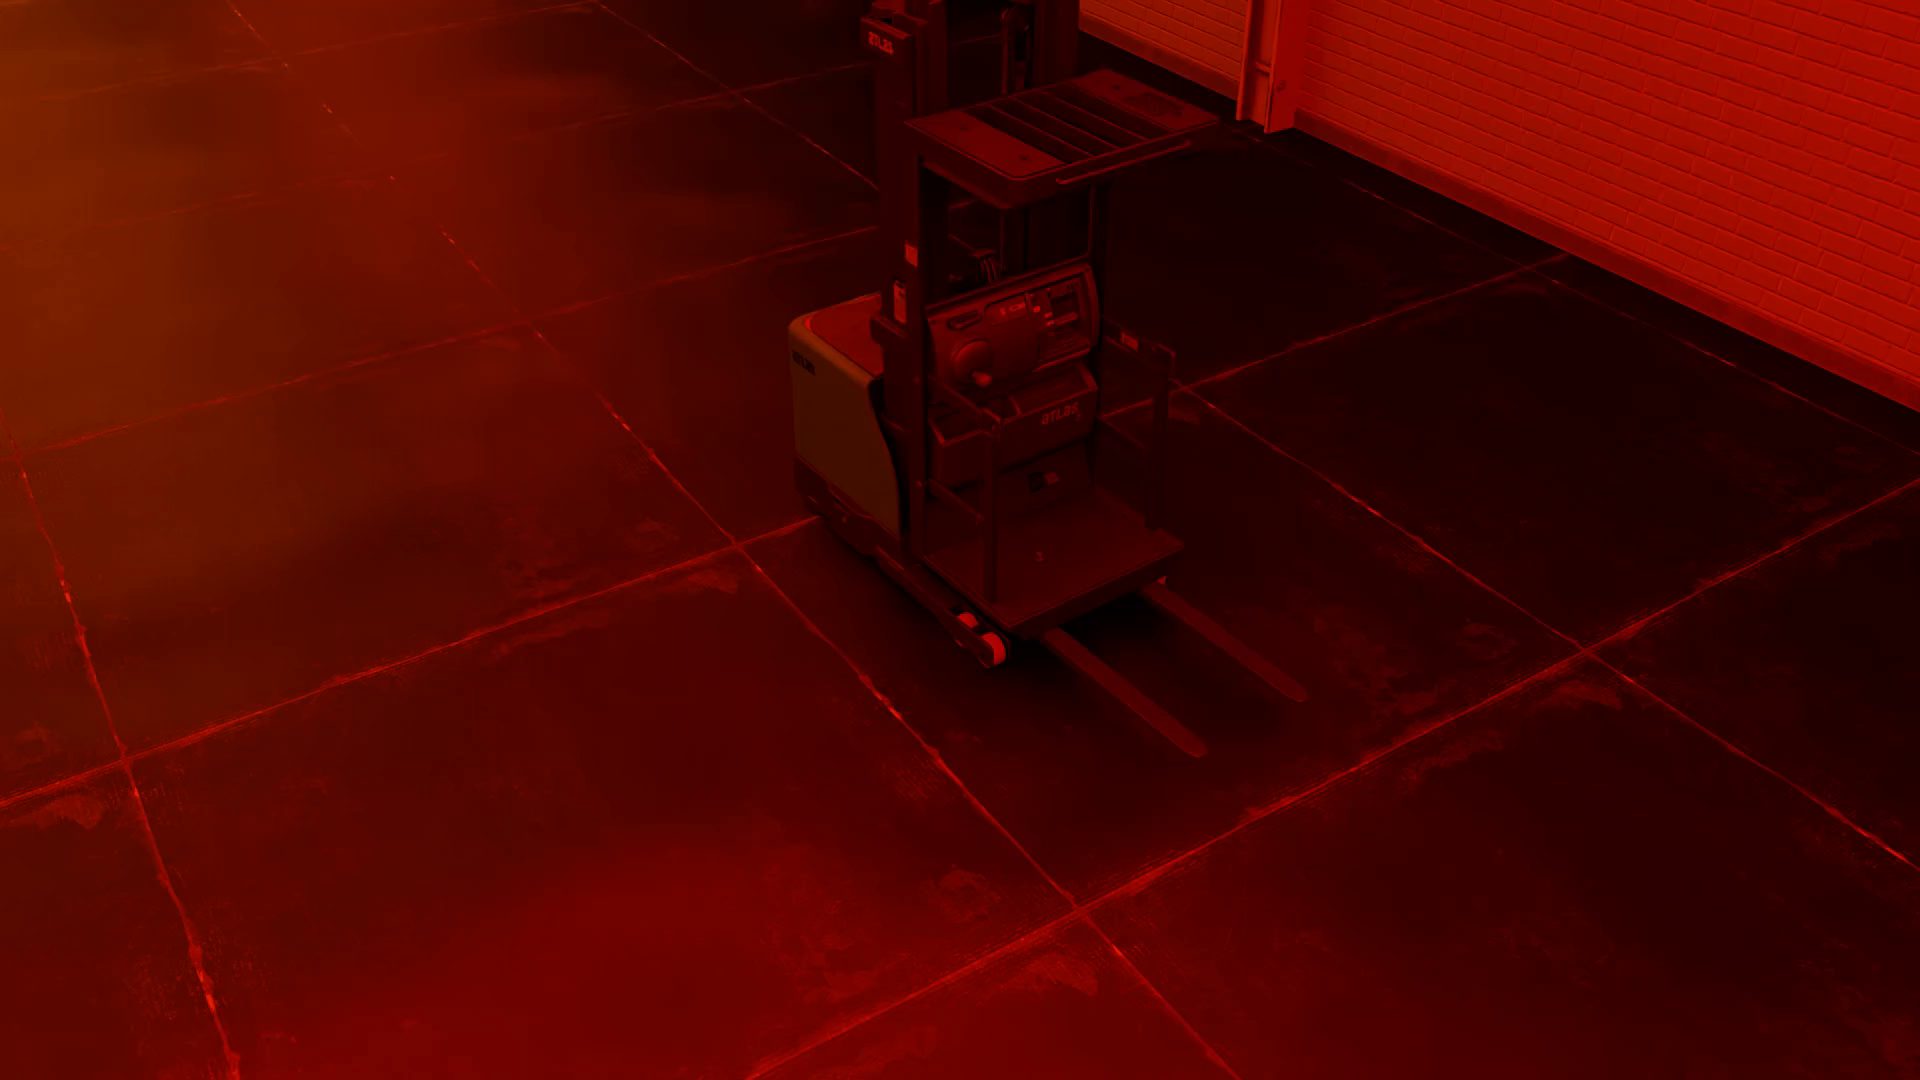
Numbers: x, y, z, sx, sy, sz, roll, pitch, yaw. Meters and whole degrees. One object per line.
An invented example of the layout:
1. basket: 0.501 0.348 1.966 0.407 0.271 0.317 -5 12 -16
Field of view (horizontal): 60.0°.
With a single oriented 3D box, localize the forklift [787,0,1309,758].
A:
1. forklift: 0.380 -0.916 7.451 1.130 2.935 3.031 -23 41 -29
